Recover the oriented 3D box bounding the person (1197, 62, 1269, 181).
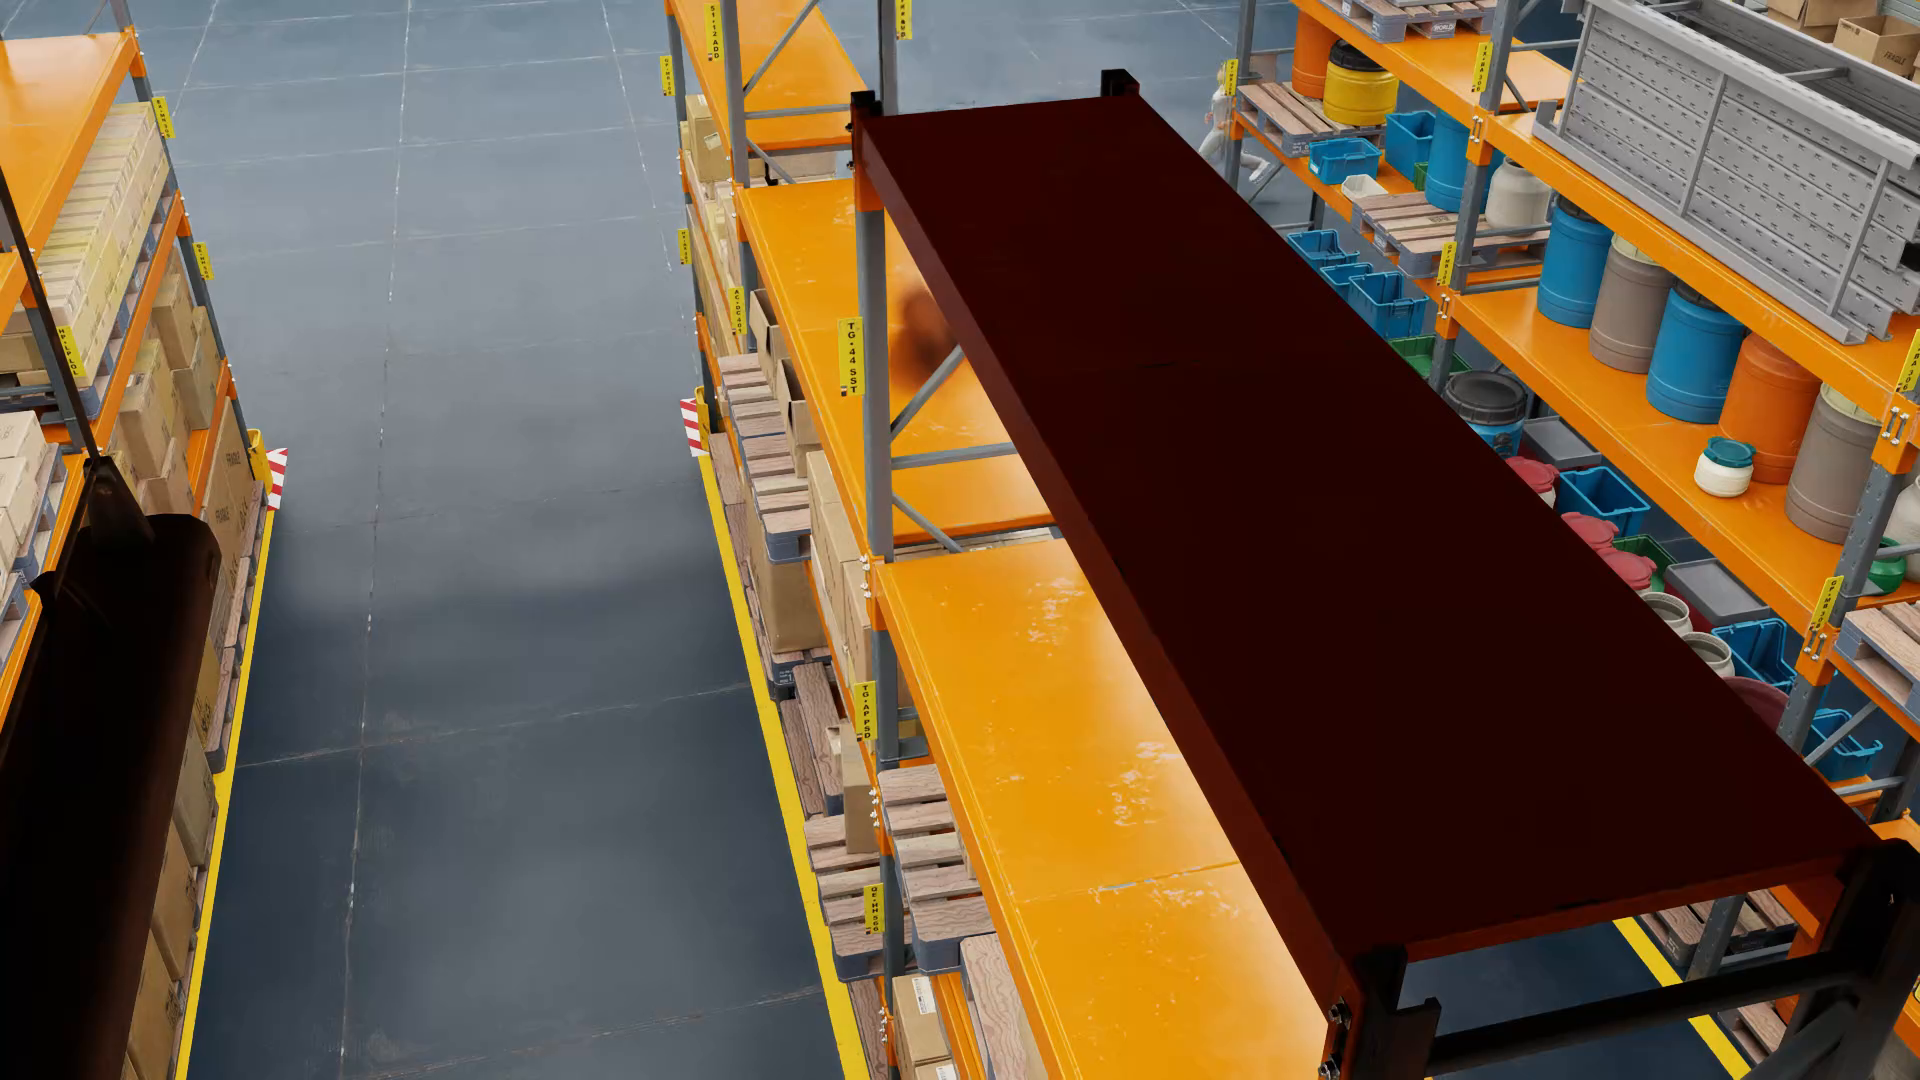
[{"bbox_3d":[3.169,-4.866,19.774,1.073,1.660,0.540,6,35,9],"label":"person"}]
